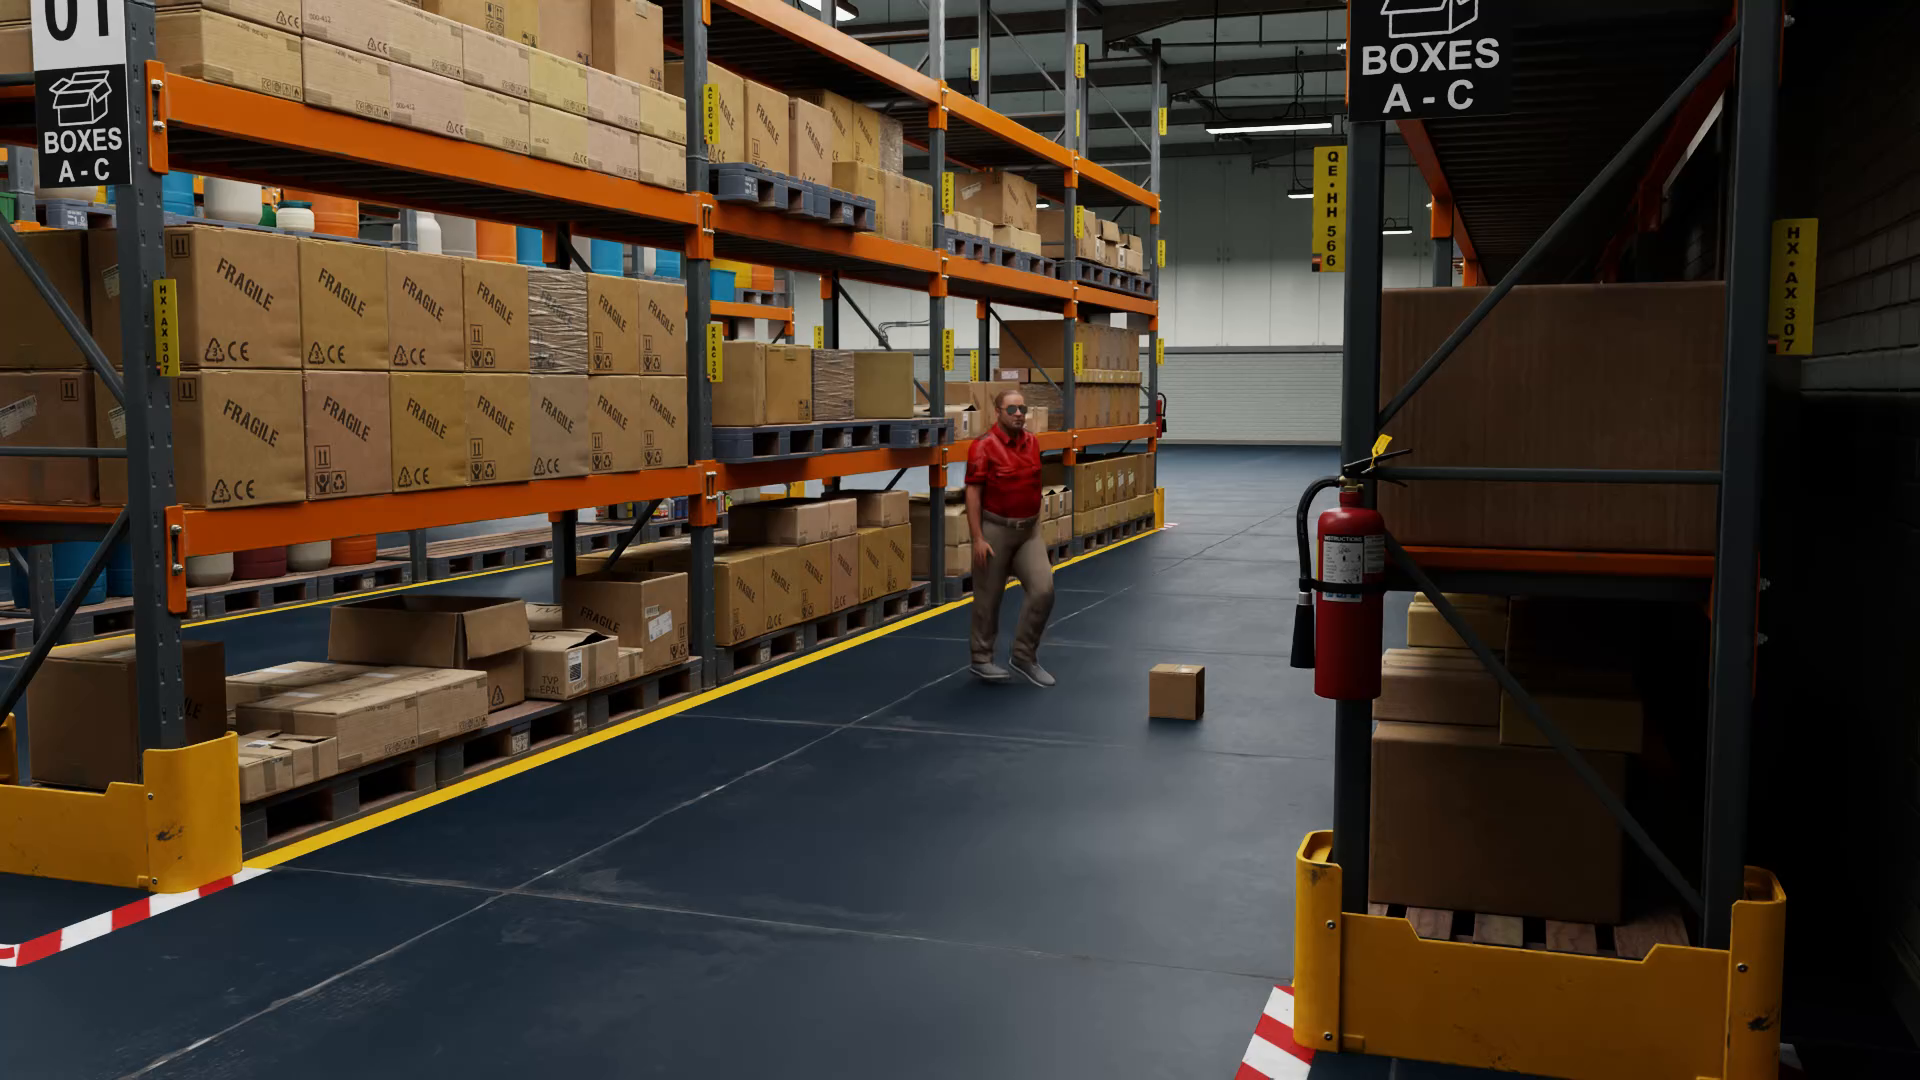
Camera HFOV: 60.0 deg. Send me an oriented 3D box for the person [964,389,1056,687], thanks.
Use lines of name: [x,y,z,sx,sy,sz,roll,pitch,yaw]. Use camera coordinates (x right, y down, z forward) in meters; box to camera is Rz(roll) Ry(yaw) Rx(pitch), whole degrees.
person: [0.246,-0.002,9.695,0.570,1.753,0.537,-3,6,-33]
